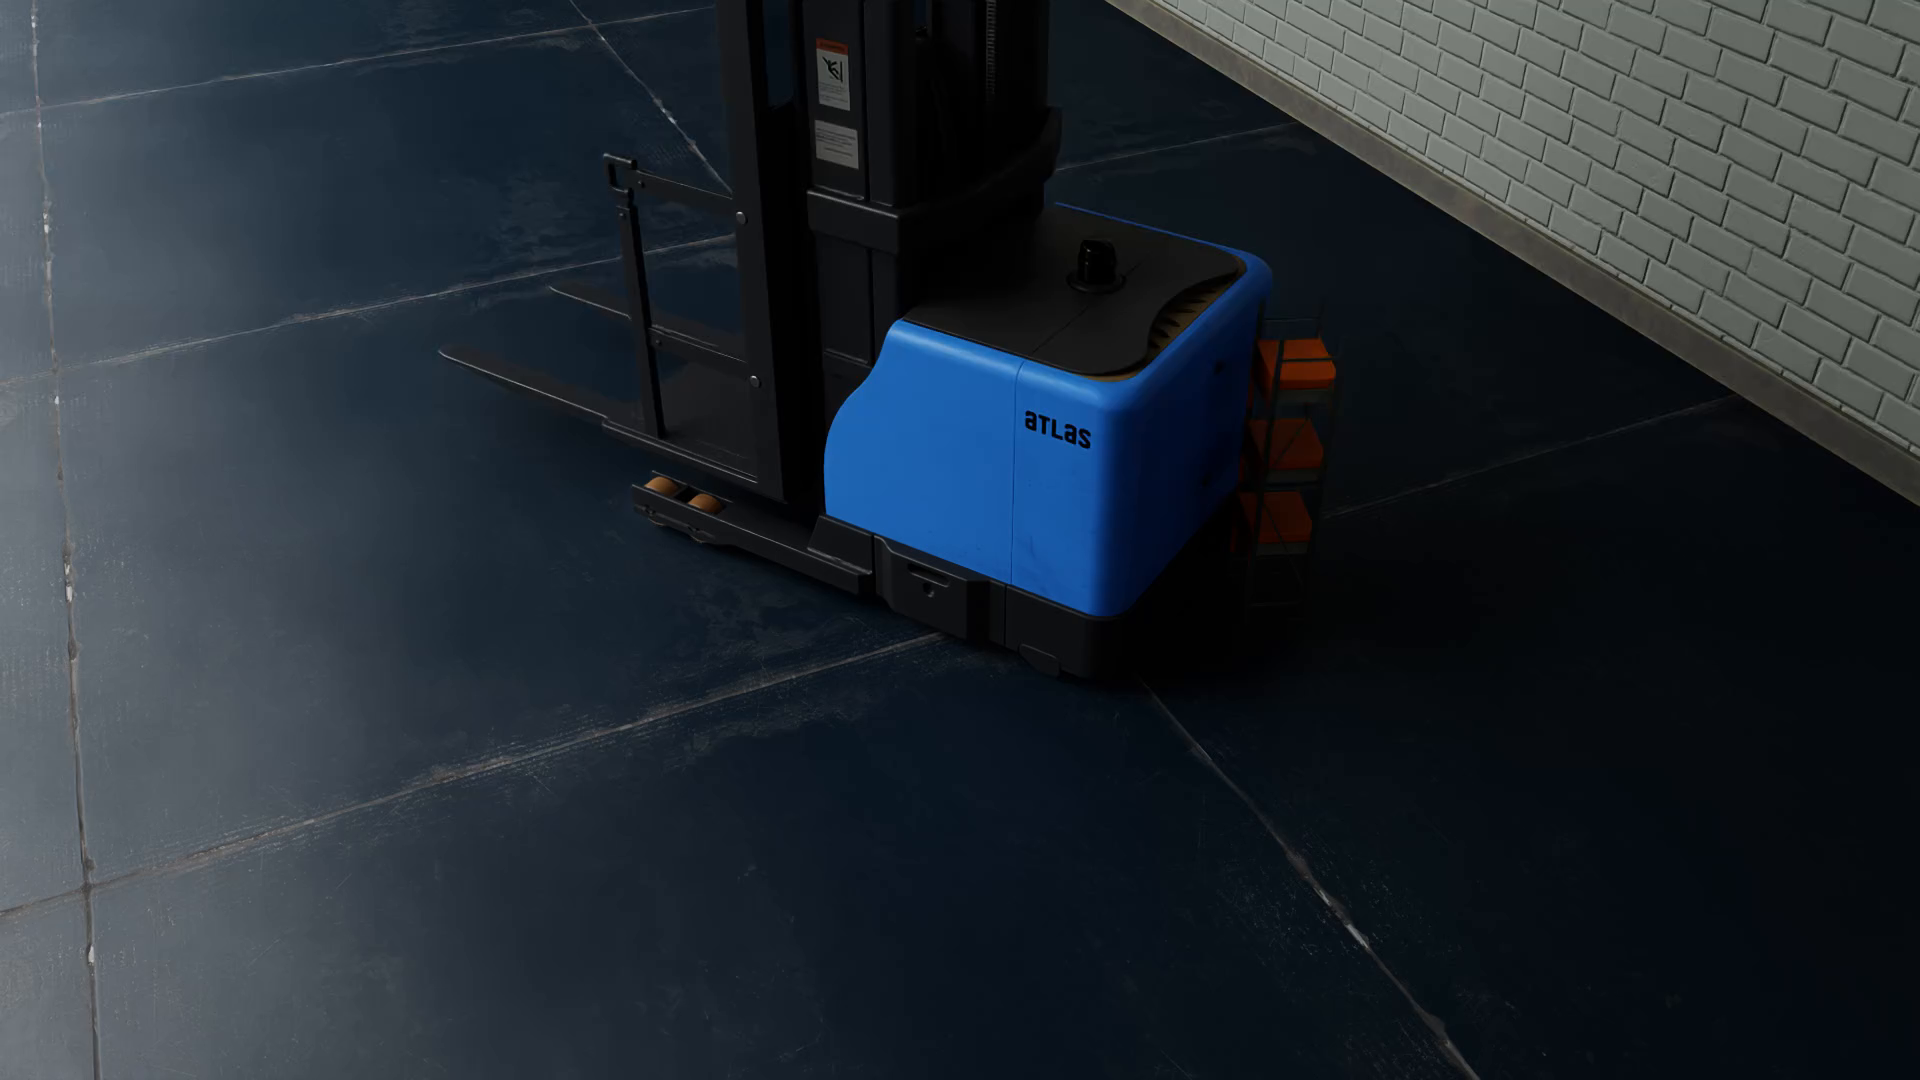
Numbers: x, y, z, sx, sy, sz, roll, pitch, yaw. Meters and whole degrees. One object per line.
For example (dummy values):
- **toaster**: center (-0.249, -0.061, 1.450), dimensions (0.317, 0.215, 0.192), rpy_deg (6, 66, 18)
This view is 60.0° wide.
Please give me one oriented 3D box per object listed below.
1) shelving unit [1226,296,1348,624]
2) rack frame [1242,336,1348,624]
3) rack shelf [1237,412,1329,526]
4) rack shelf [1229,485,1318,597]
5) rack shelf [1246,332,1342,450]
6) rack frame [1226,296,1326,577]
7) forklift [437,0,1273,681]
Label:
- **shelving unit**: center (1.004, -0.230, 5.179), dimensions (0.215, 1.050, 0.252), rpy_deg (-3, 37, -4)
- **rack frame**: center (1.013, -0.158, 5.082), dimensions (0.200, 1.050, 0.008), rpy_deg (-3, 37, -4)
- **rack shelf**: center (1.004, -0.222, 5.186), dimensions (0.215, 0.259, 0.240), rpy_deg (-3, 37, -4)
- **rack shelf**: center (1.004, 0.001, 5.351), dimensions (0.215, 0.259, 0.240), rpy_deg (-3, 37, -4)
- **rack shelf**: center (1.004, -0.450, 5.016), dimensions (0.215, 0.259, 0.240), rpy_deg (-3, 37, -4)
- **rack frame**: center (0.994, -0.303, 5.277), dimensions (0.200, 1.050, 0.008), rpy_deg (-3, 37, -4)
- **forklift**: center (-0.541, -1.411, 5.192), dimensions (3.031, 2.935, 1.130), rpy_deg (21, 41, 25)
